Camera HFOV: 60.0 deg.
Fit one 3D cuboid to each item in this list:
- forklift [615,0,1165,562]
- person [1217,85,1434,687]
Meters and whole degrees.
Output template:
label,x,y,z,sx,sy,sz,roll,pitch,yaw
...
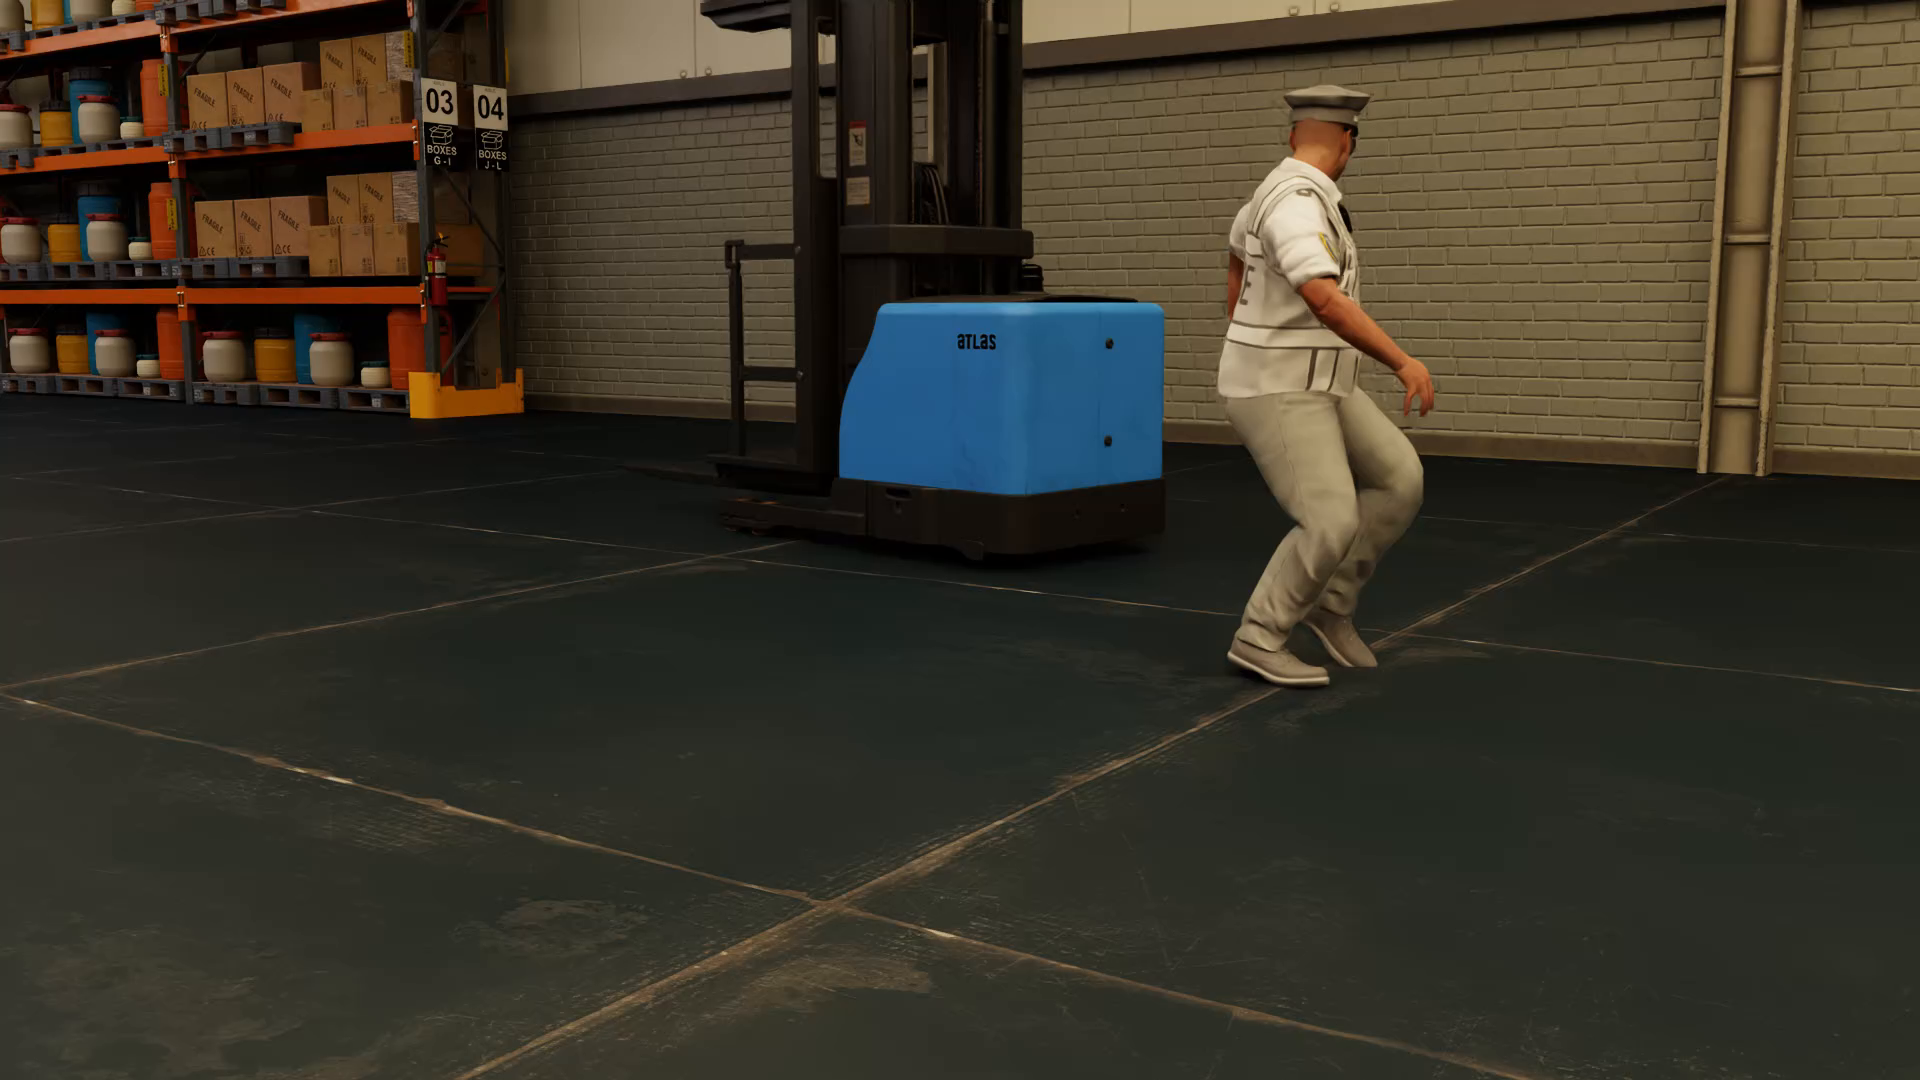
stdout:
label,x,y,z,sx,sy,sz,roll,pitch,yaw
forklift,-0.508,-1.514,7.839,3.031,2.935,1.130,8,11,43
person,1.000,-0.417,4.752,0.732,1.711,0.723,4,9,26
